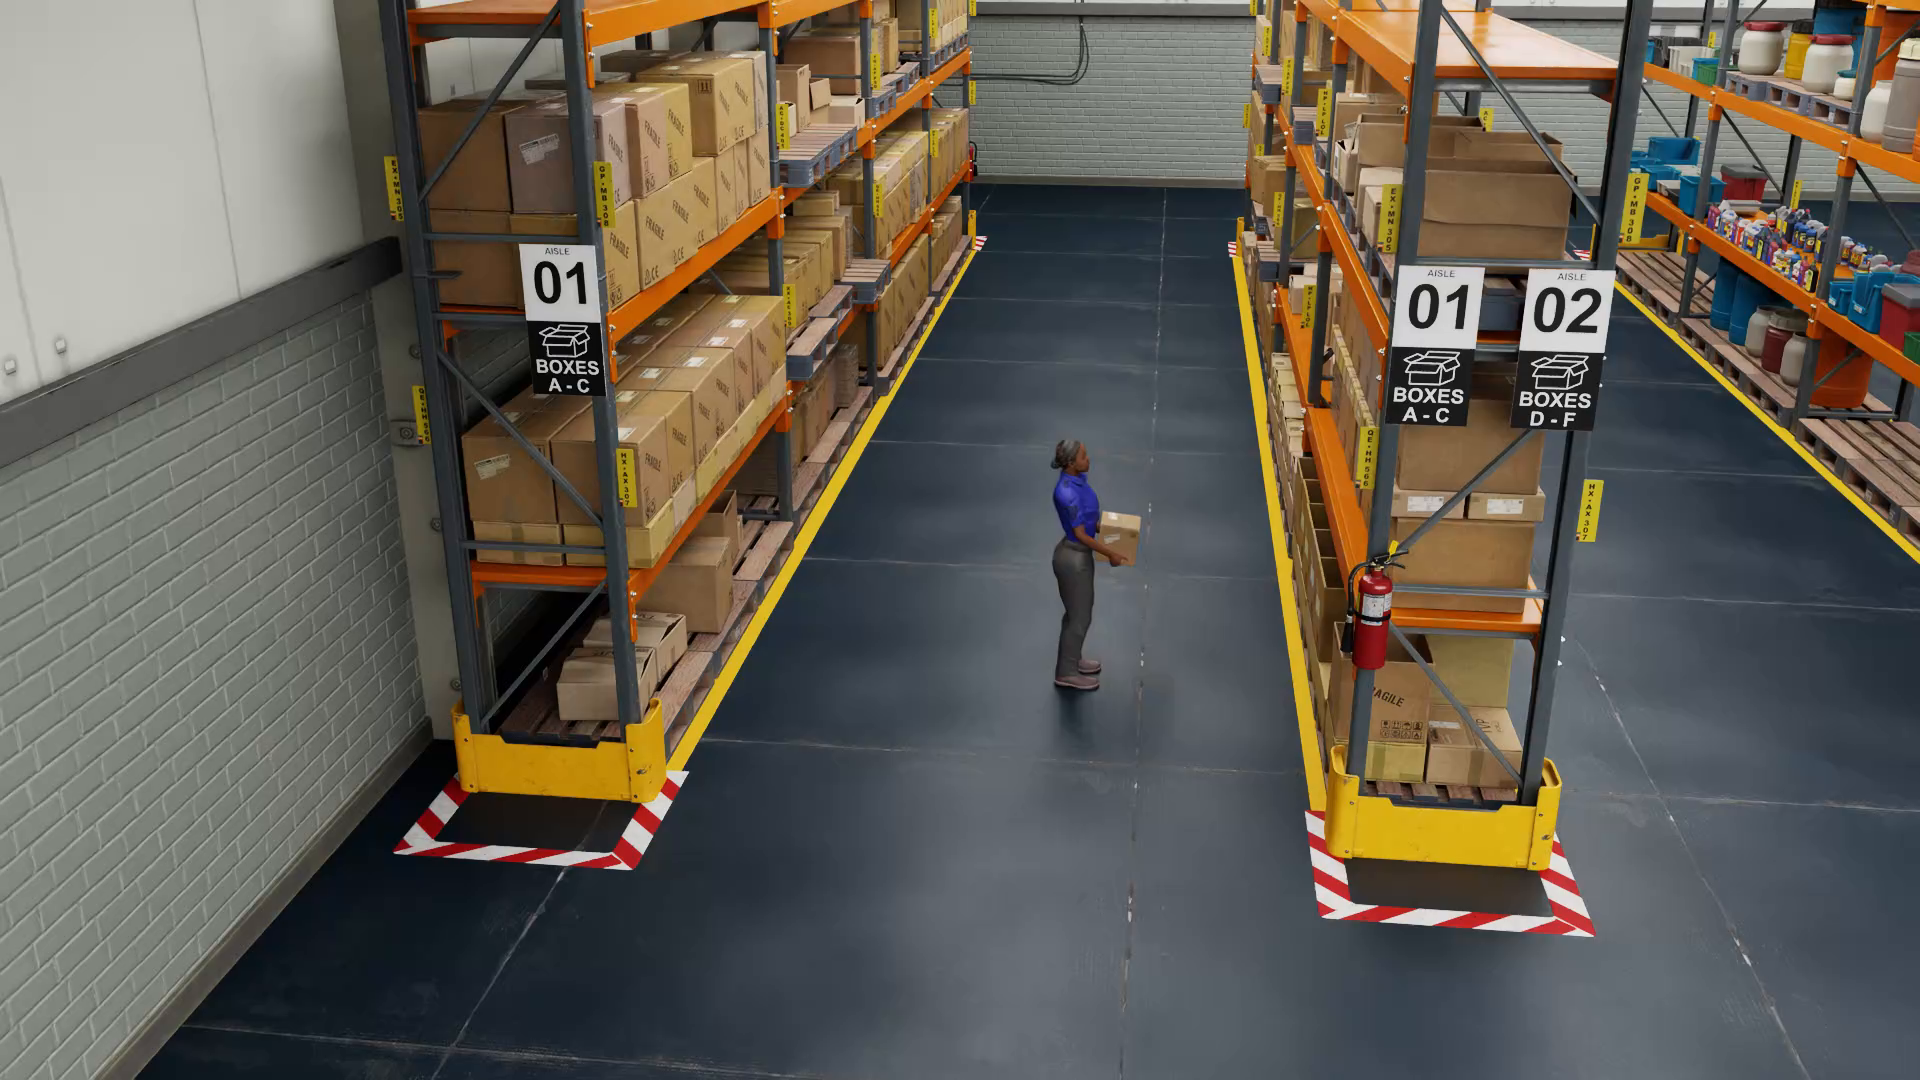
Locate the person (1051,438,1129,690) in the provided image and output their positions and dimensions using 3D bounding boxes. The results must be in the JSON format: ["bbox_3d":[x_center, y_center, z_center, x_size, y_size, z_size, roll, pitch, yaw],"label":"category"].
[{"bbox_3d":[0.833,0.144,10.735,0.523,1.646,0.450,3,21,7],"label":"person"}]
